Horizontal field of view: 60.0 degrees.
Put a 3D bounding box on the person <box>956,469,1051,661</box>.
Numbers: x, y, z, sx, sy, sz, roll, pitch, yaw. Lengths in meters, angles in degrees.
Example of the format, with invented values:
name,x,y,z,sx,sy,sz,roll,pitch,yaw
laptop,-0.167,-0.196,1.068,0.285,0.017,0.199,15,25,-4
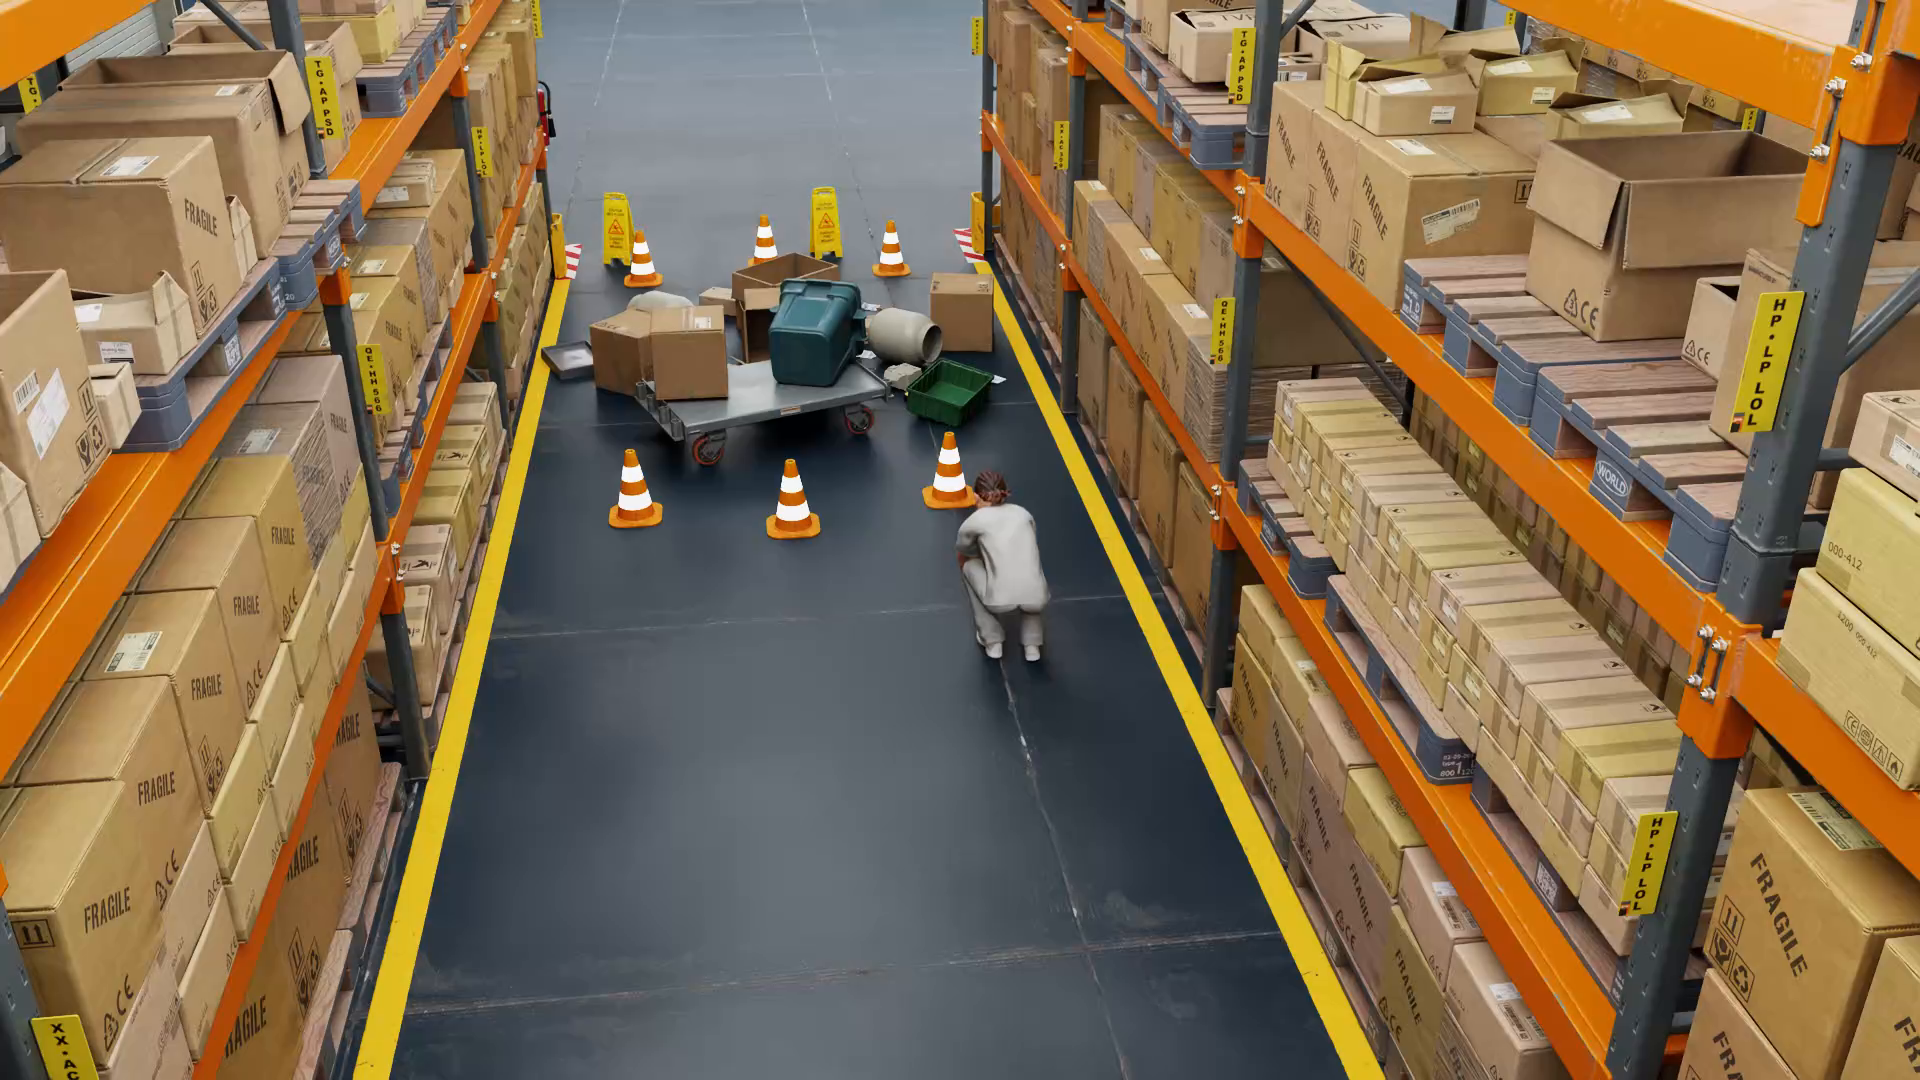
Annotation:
name,x,y,z,sx,sy,sz,roll,pitch,yaw
person,0.238,0.141,9.162,0.491,0.934,0.809,-4,27,-7
